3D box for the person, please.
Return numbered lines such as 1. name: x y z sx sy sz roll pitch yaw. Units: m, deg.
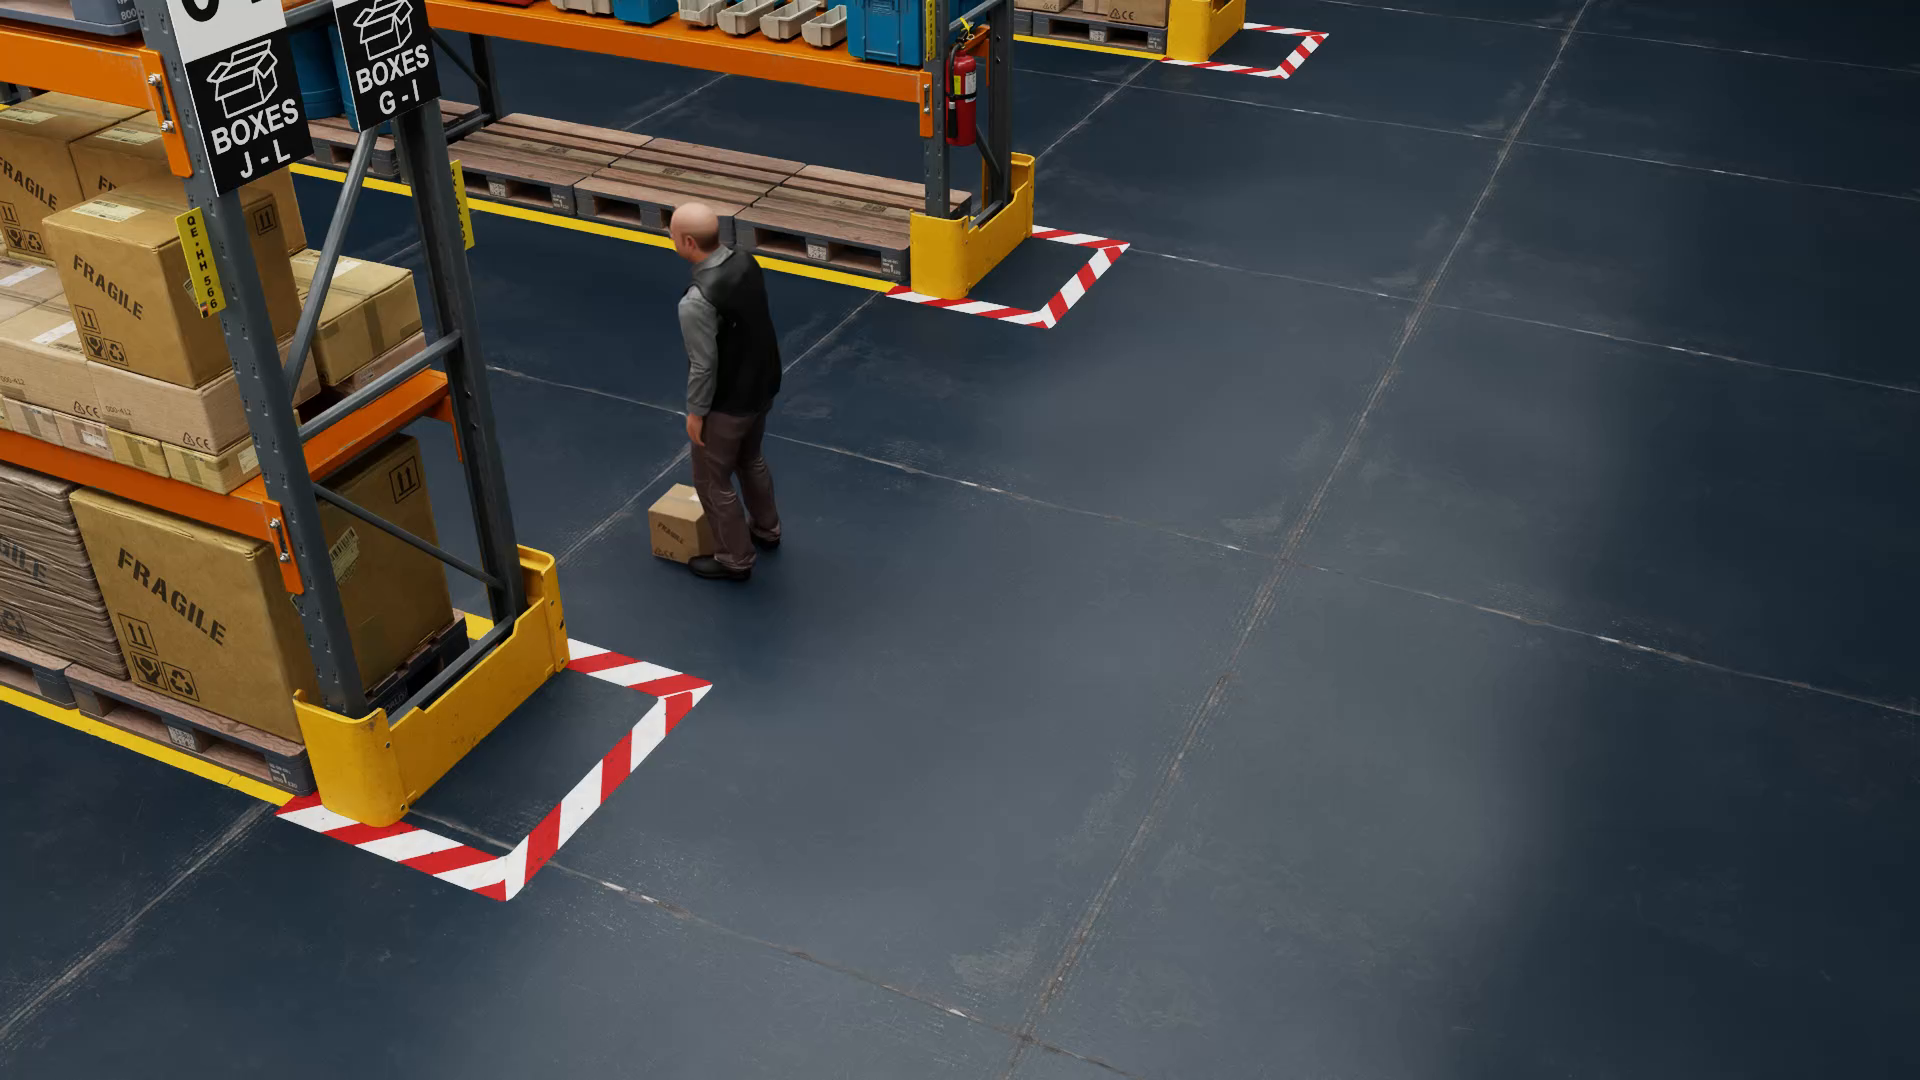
1. person: -0.981 -0.618 7.099 0.422 1.719 0.580 13 35 18
